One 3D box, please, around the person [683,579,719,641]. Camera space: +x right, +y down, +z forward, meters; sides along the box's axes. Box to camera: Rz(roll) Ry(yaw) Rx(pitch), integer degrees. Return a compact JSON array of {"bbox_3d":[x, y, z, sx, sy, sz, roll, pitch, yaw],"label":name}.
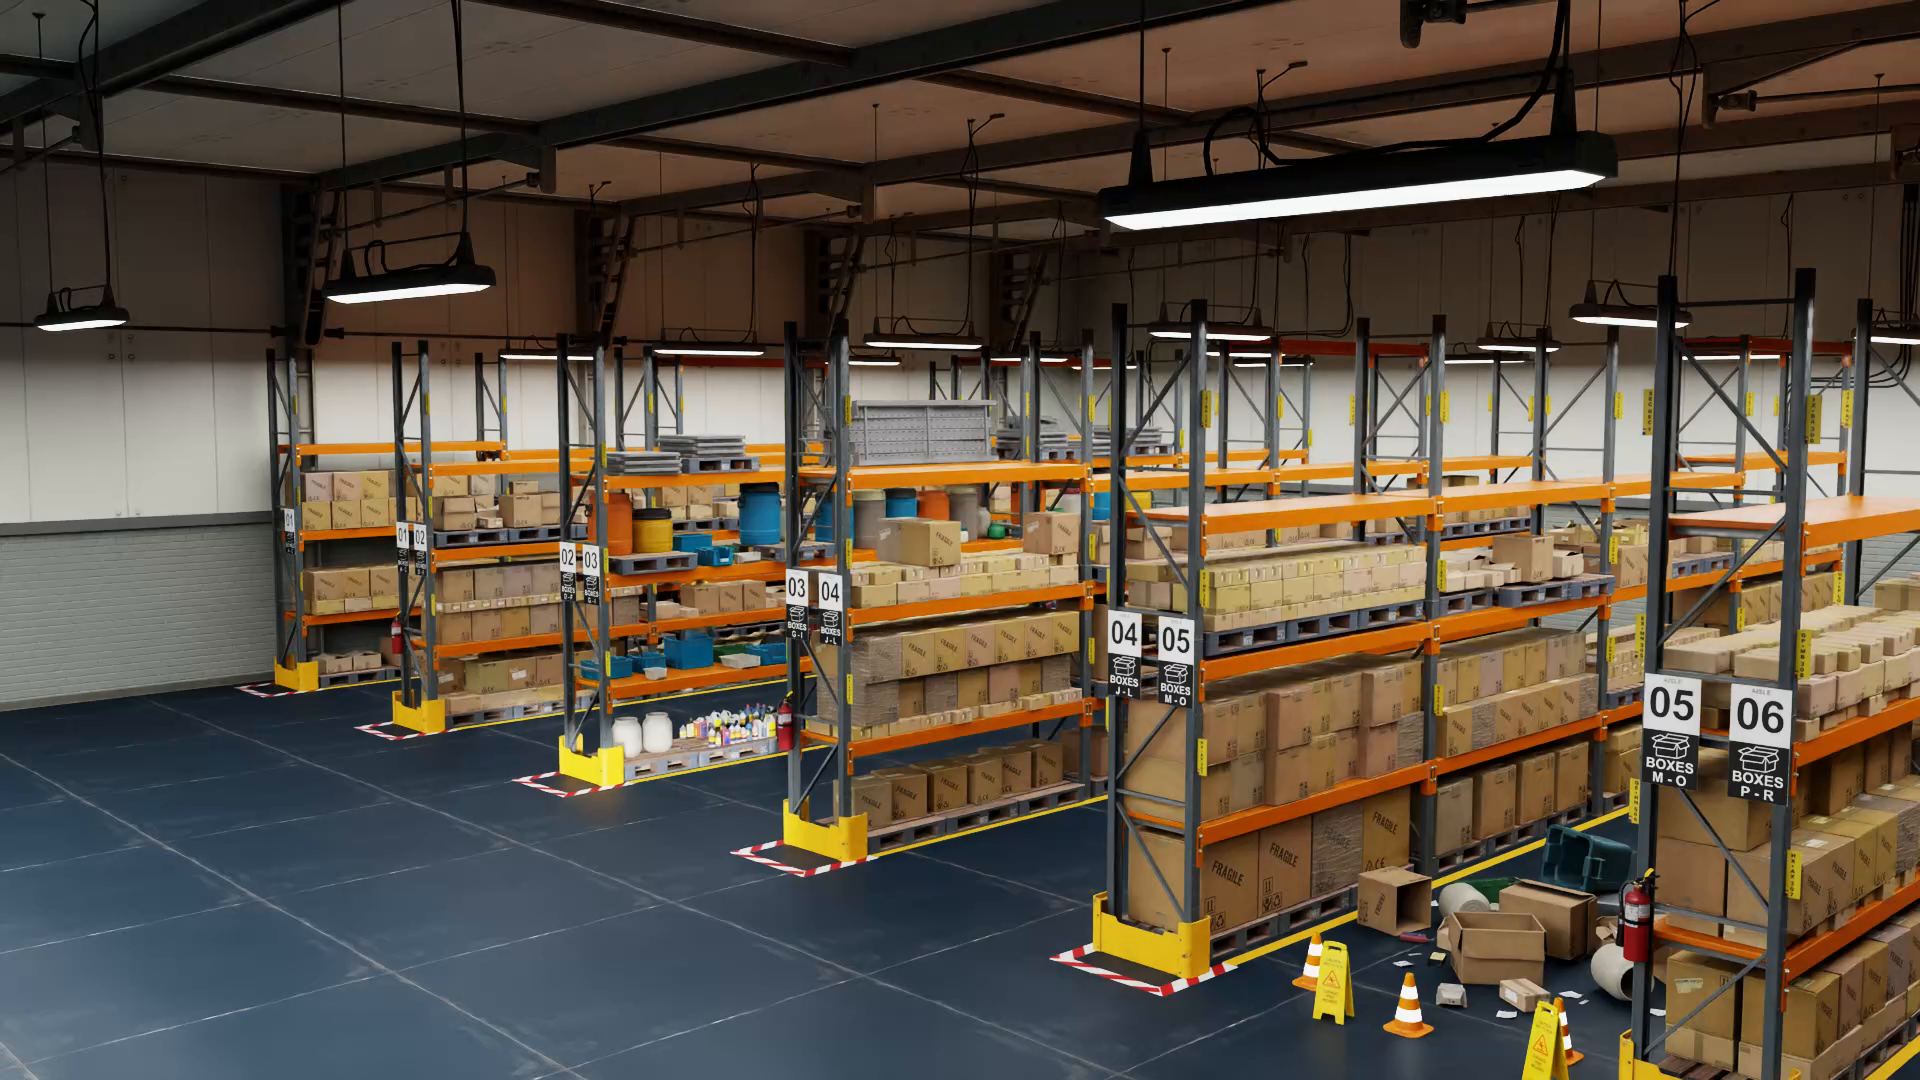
[{"bbox_3d":[-5.252,1.414,33.223,0.703,1.705,1.079,4,6,37],"label":"person"}]
